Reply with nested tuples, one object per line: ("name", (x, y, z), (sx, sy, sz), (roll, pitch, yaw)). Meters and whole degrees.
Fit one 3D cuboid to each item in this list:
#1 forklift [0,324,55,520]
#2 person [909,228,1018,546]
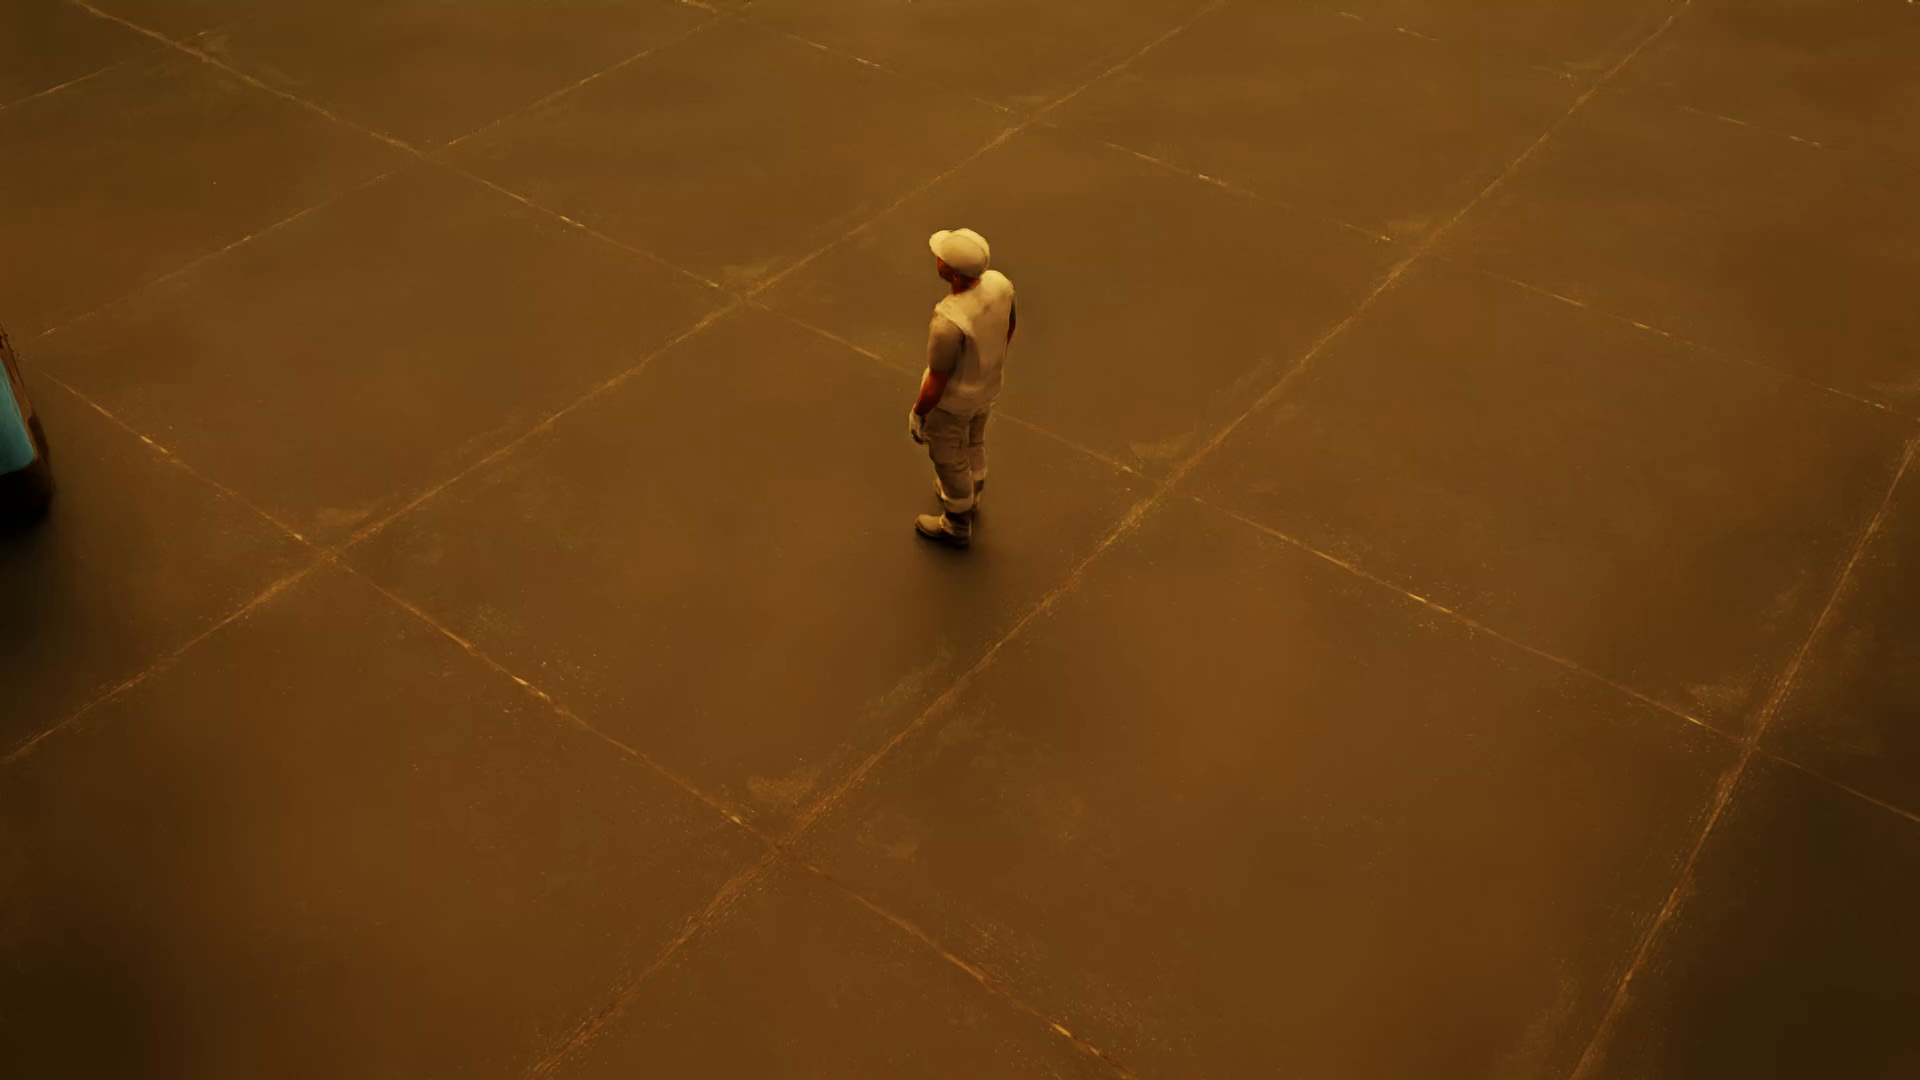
("forklift", (-5.836, -1.899, 8.302), (1.130, 2.935, 3.031), (-23, 45, -24))
("person", (-0.057, -0.723, 7.792), (0.563, 1.787, 0.637), (26, 47, 28))
